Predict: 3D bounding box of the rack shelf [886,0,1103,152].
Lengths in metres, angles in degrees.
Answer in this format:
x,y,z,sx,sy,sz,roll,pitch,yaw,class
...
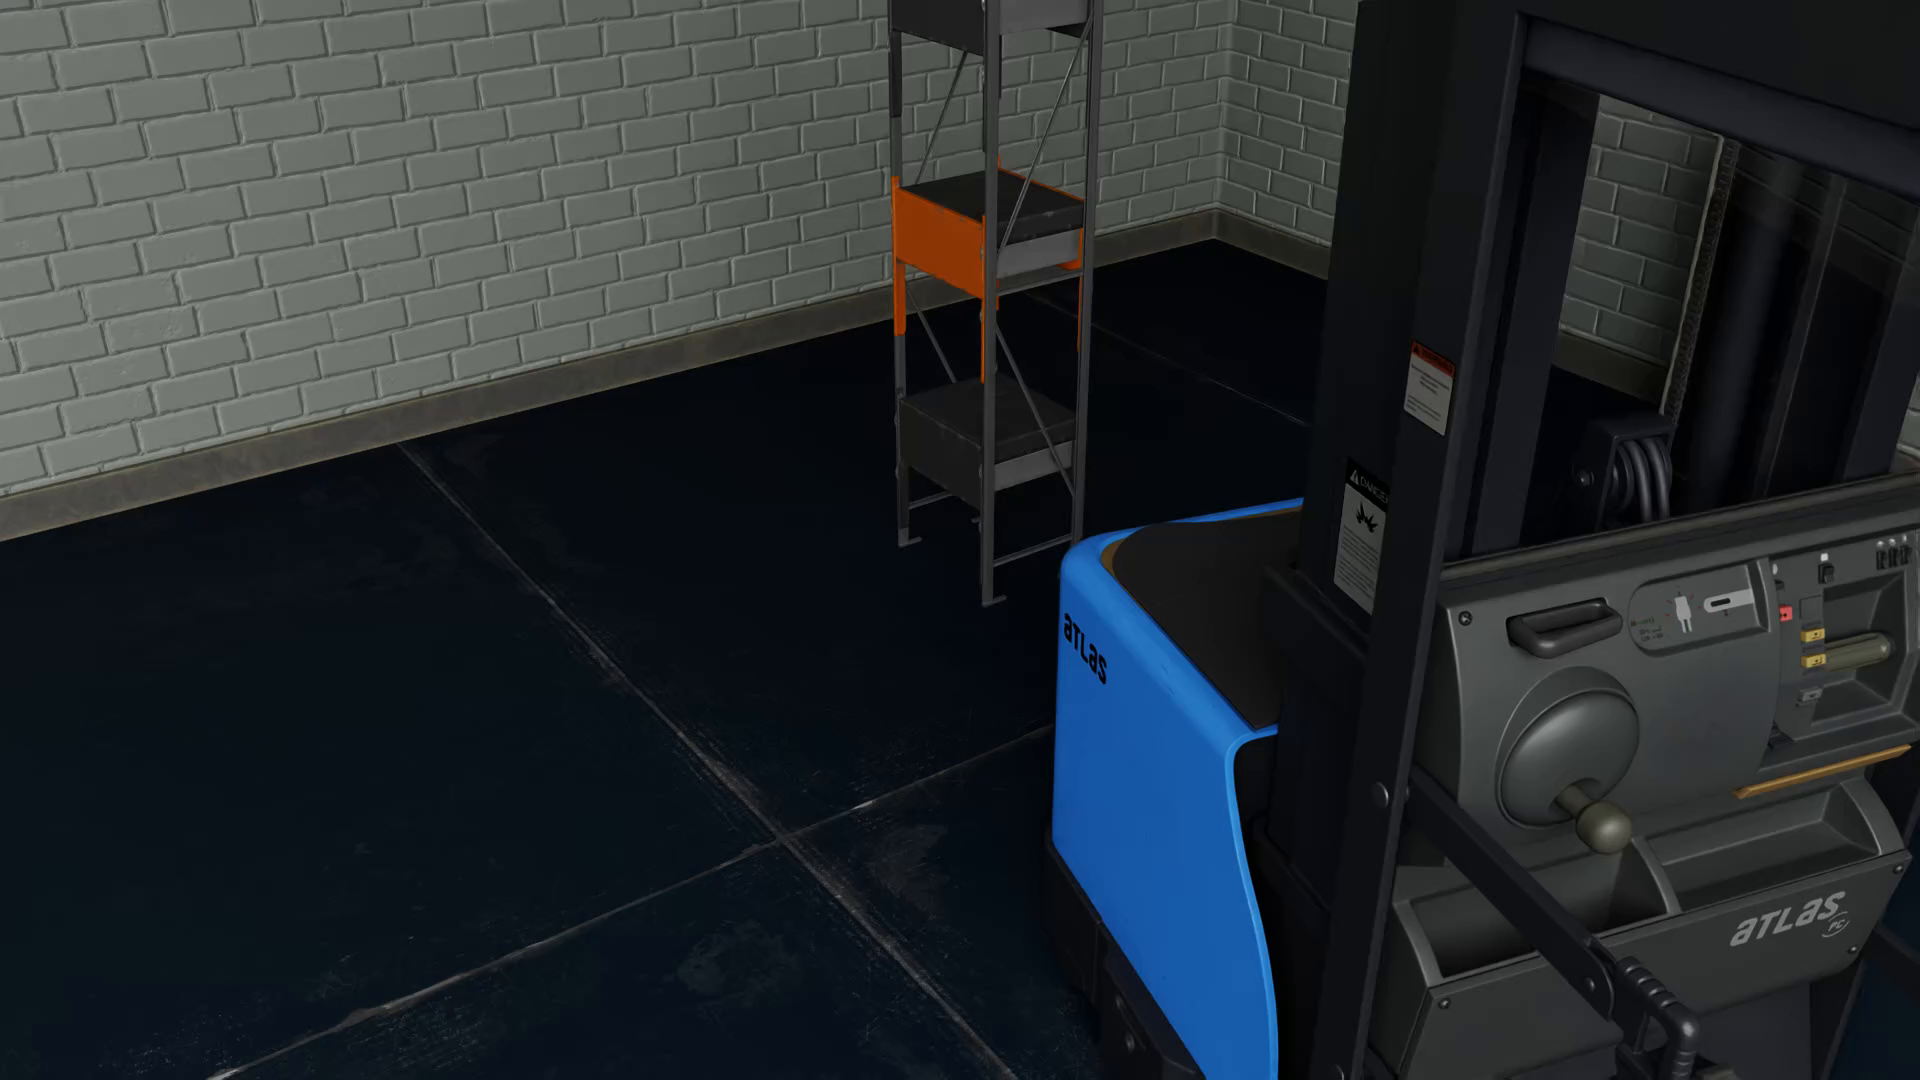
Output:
x,y,z,sx,sy,sz,roll,pitch,yaw,class
0.096,-1.462,4.803,0.431,0.518,0.480,-19,34,-31,rack shelf

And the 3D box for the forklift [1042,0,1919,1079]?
x,y,z,sx,sy,sz,roll,pitch,yaw,class
1.184,0.232,2.252,1.130,2.935,3.031,-10,30,-18,forklift

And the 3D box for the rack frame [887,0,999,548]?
x,y,z,sx,sy,sz,roll,pitch,yaw,class
-0.046,-0.953,5.305,0.400,2.100,0.015,-19,34,-31,rack frame

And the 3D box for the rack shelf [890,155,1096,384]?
x,y,z,sx,sy,sz,roll,pitch,yaw,class
0.096,-0.846,5.137,0.431,0.518,0.480,-19,34,-31,rack shelf

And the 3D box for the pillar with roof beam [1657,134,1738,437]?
x,y,z,sx,sy,sz,roll,pitch,yaw,class
-0.559,-3.143,2.108,9.100,9.000,0.400,-19,34,-31,pillar with roof beam

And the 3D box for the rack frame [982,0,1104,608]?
x,y,z,sx,sy,sz,roll,pitch,yaw,class
0.238,-0.763,4.956,0.400,2.100,0.015,-19,34,-31,rack frame

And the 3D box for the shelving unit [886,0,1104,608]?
x,y,z,sx,sy,sz,roll,pitch,yaw,class
0.096,-0.858,5.130,0.431,2.100,0.503,-19,34,-31,shelving unit

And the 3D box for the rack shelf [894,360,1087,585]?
x,y,z,sx,sy,sz,roll,pitch,yaw,class
0.096,-0.231,5.471,0.431,0.518,0.480,-19,34,-31,rack shelf
